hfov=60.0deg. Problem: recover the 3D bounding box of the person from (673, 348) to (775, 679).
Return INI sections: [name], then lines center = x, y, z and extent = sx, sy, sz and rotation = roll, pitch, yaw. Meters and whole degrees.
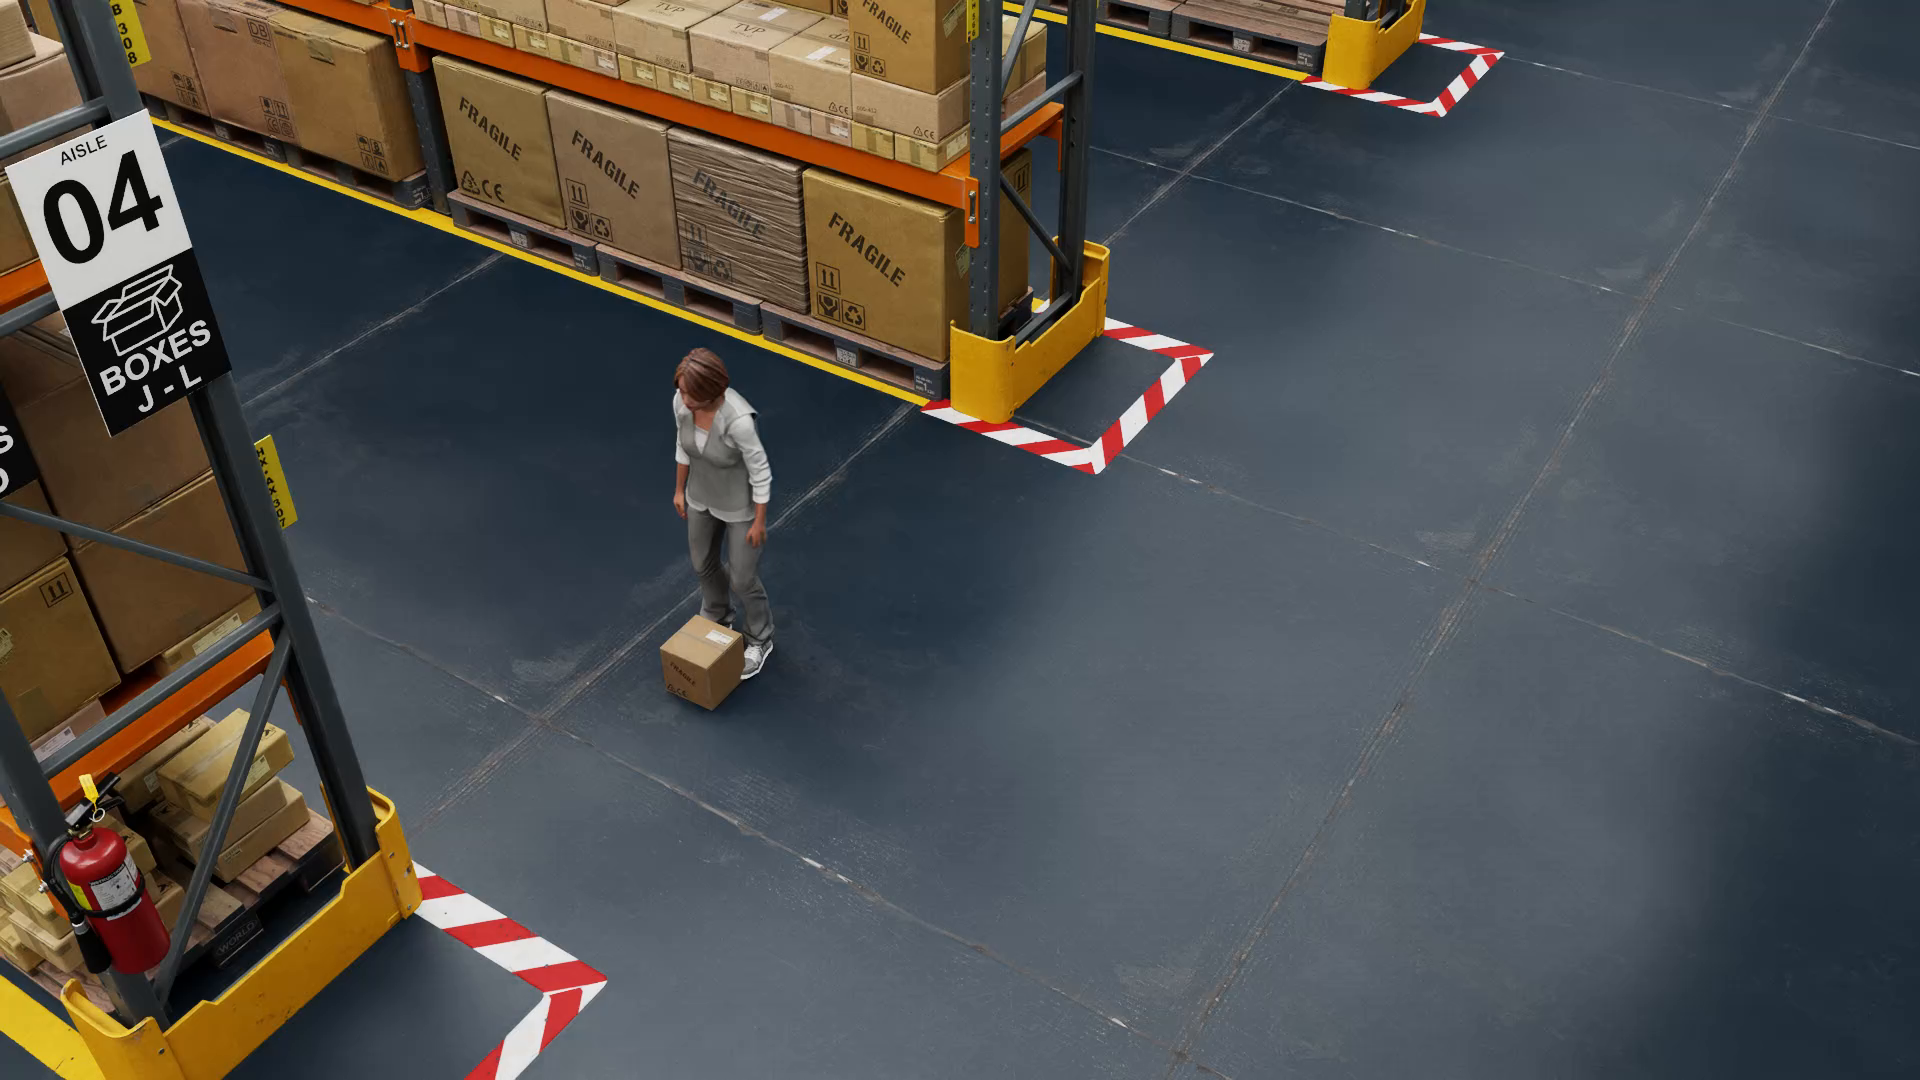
[person]
center = -0.974, -0.130, 6.847
extent = 0.468, 1.593, 0.350
rotation = 21, 44, 24
